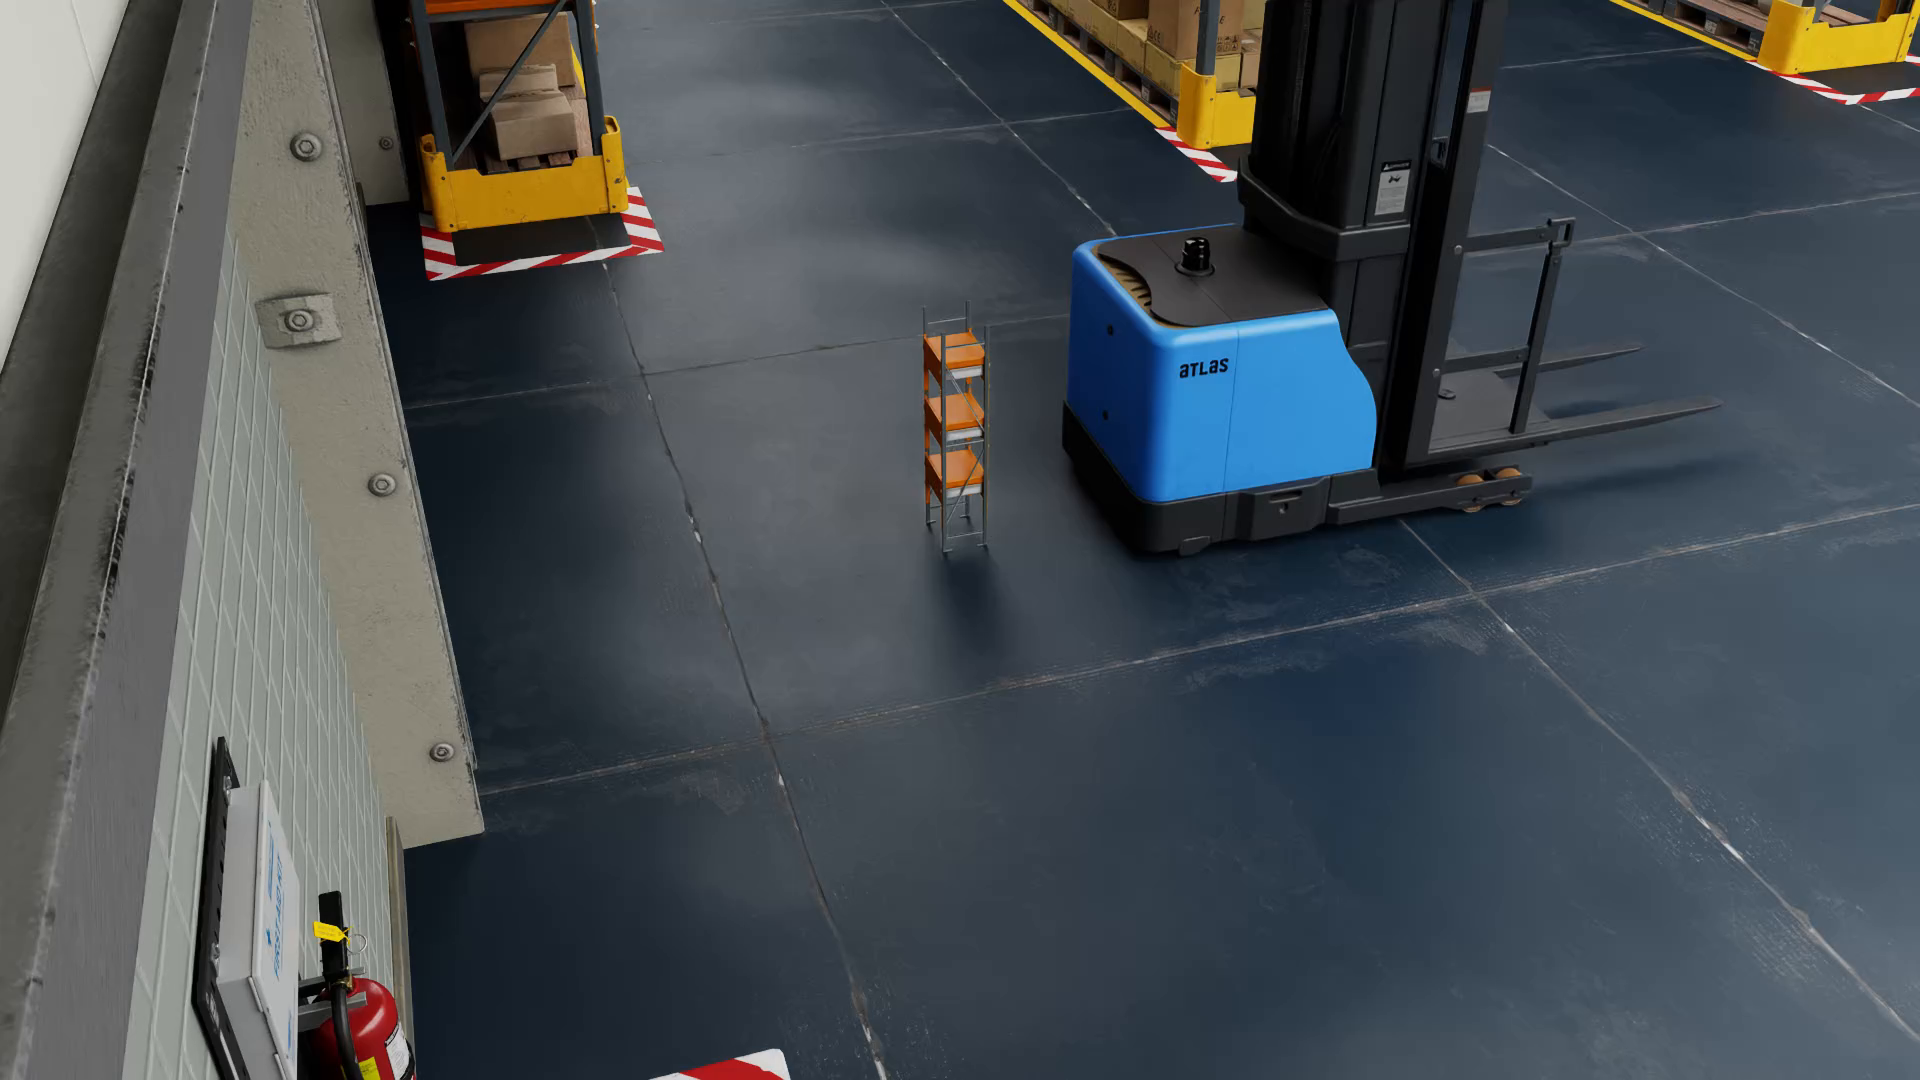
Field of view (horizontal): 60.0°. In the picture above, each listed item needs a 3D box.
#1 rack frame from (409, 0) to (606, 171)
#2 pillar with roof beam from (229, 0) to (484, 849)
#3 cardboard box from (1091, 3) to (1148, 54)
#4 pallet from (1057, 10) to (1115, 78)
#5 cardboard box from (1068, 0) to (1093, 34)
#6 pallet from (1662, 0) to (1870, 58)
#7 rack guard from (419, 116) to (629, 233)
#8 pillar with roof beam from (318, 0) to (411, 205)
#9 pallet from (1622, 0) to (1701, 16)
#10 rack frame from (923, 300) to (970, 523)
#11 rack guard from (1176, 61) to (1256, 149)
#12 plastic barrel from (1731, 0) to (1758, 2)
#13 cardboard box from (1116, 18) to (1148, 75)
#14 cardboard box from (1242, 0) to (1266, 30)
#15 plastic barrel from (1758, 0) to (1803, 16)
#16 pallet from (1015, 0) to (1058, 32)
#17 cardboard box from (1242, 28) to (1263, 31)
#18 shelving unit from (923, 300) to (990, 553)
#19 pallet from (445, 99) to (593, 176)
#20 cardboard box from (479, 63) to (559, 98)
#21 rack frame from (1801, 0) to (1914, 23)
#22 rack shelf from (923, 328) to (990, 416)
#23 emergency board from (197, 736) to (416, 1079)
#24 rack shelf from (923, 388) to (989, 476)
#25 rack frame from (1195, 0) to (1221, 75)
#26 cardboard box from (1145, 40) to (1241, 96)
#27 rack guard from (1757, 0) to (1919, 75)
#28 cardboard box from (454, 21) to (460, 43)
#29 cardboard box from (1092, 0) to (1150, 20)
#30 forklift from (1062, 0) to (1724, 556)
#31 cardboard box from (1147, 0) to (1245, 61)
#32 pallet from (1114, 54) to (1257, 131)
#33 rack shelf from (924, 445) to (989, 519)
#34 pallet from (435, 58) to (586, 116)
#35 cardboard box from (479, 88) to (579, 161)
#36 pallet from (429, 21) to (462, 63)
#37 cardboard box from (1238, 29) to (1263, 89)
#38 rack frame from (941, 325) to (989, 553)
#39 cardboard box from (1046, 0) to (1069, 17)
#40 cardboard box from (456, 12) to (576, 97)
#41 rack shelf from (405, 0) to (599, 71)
[{"bbox_3d":[-2.638,-3.252,9.451,1.000,3.000,0.127,-10,35,-15],"label":"rack frame"},{"bbox_3d":[2.254,-3.551,4.461,9.100,9.000,0.400,-10,35,-15],"label":"pillar with roof beam"},{"bbox_3d":[1.315,-3.870,12.498,0.500,0.250,0.500,-10,35,-15],"label":"cardboard box"},{"bbox_3d":[1.437,-3.958,13.048,1.003,0.211,1.213,-10,35,-15],"label":"pallet"},{"bbox_3d":[1.164,-4.132,12.896,0.500,0.250,0.500,-10,35,-15],"label":"cardboard box"},{"bbox_3d":[6.486,-4.214,13.436,1.003,0.211,1.213,-10,35,-15],"label":"pallet"},{"bbox_3d":[-2.661,-2.249,10.200,1.175,0.500,0.348,-10,35,-15],"label":"rack guard"},{"bbox_3d":[0.424,-6.701,9.228,9.100,9.000,0.400,-10,35,-15],"label":"pillar with roof beam"},{"bbox_3d":[6.117,-4.853,14.404,1.003,0.211,1.213,-10,35,-15],"label":"pallet"},{"bbox_3d":[-0.054,-0.530,7.100,0.200,1.050,0.008,-10,35,-15],"label":"rack frame"},{"bbox_3d":[2.086,-3.032,11.384,1.175,0.500,0.348,-10,35,-15],"label":"rack guard"},{"bbox_3d":[6.370,-4.651,13.444,0.421,0.512,0.421,0,33,0],"label":"plastic barrel"},{"bbox_3d":[1.469,-3.607,12.102,0.500,0.250,0.500,-10,35,-15],"label":"cardboard box"},{"bbox_3d":[1.972,-4.009,12.029,0.500,0.500,0.500,-10,35,-15],"label":"cardboard box"},{"bbox_3d":[6.523,-4.388,13.045,0.421,0.512,0.421,0,33,0],"label":"plastic barrel"},{"bbox_3d":[1.061,-4.599,14.019,1.003,0.211,1.213,-10,35,-15],"label":"pallet"},{"bbox_3d":[1.970,-3.696,12.236,0.500,0.250,0.500,-10,35,-15],"label":"cardboard box"},{"bbox_3d":[-0.016,-0.466,7.003,0.215,1.050,0.252,-10,35,-15],"label":"shelving unit"},{"bbox_3d":[-2.876,-2.561,10.934,1.003,0.211,1.213,-10,35,-15],"label":"pallet"},{"bbox_3d":[-2.937,-2.992,11.096,0.500,0.311,0.500,-7,34,-11],"label":"cardboard box"},{"bbox_3d":[6.797,-4.918,11.972,1.000,3.000,0.127,-10,35,-15],"label":"rack frame"},{"bbox_3d":[-0.016,-0.694,6.852,0.215,0.259,0.240,-10,35,-15],"label":"rack shelf"},{"bbox_3d":[-1.128,0.980,3.046,0.194,1.169,0.643,-10,35,-15],"label":"emergency board"},{"bbox_3d":[-0.016,-0.457,7.009,0.215,0.259,0.240,-10,35,-15],"label":"rack shelf"},{"bbox_3d":[2.078,-4.087,10.714,1.000,3.000,0.127,-10,35,-15],"label":"rack frame"},{"bbox_3d":[1.633,-3.347,11.707,0.500,0.250,0.500,-10,35,-15],"label":"cardboard box"},{"bbox_3d":[6.729,-3.907,12.709,1.175,0.500,0.348,-10,35,-15],"label":"rack guard"},{"bbox_3d":[-3.504,-3.955,12.382,0.500,0.500,0.500,-13,35,-18],"label":"cardboard box"},{"bbox_3d":[1.312,-4.182,12.291,0.500,0.500,0.500,-10,35,-15],"label":"cardboard box"},{"bbox_3d":[2.053,-1.615,7.036,3.031,2.935,1.130,-10,35,-14],"label":"forklift"},{"bbox_3d":[1.631,-3.659,11.500,0.500,0.500,0.500,-10,35,-15],"label":"cardboard box"},{"bbox_3d":[1.805,-3.318,12.080,1.003,0.211,1.213,-10,35,-15],"label":"pallet"},{"bbox_3d":[-0.016,-0.225,7.162,0.215,0.259,0.240,-10,35,-15],"label":"rack shelf"},{"bbox_3d":[-3.244,-3.200,11.902,1.003,0.211,1.213,-10,35,-15],"label":"pallet"},{"bbox_3d":[-2.764,-2.692,10.643,0.500,0.311,0.500,-14,36,-20],"label":"cardboard box"},{"bbox_3d":[-3.620,-3.842,12.873,1.003,0.211,1.213,-10,35,-15],"label":"pallet"},{"bbox_3d":[2.126,-3.434,11.839,0.500,0.250,0.500,-10,35,-15],"label":"cardboard box"},{"bbox_3d":[0.021,-0.402,6.906,0.200,1.050,0.008,-10,35,-15],"label":"rack frame"},{"bbox_3d":[1.006,-4.394,13.292,0.500,0.250,0.500,-10,35,-15],"label":"cardboard box"},{"bbox_3d":[-3.114,-3.464,11.640,0.700,0.500,0.500,-12,35,-18],"label":"cardboard box"},{"bbox_3d":[-3.248,-4.002,11.238,1.077,0.370,4.000,-10,35,-15],"label":"rack shelf"}]
